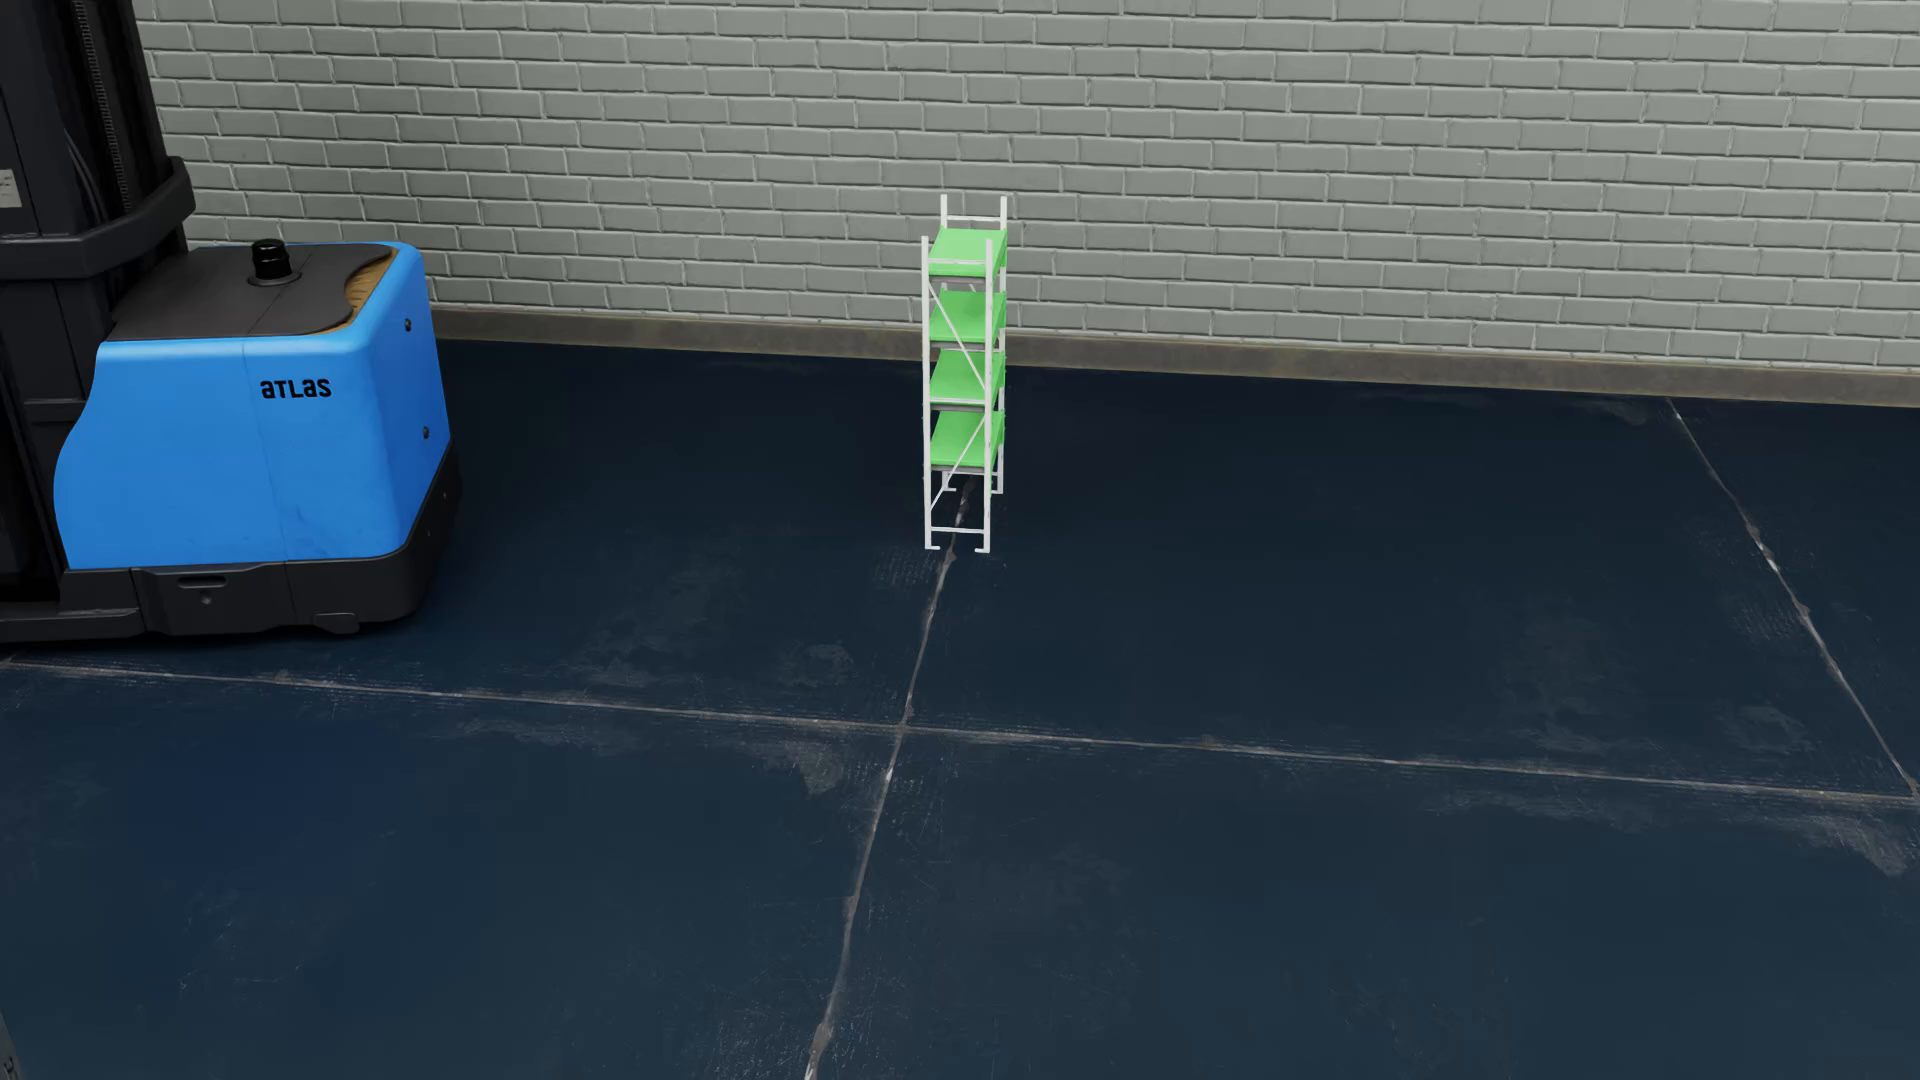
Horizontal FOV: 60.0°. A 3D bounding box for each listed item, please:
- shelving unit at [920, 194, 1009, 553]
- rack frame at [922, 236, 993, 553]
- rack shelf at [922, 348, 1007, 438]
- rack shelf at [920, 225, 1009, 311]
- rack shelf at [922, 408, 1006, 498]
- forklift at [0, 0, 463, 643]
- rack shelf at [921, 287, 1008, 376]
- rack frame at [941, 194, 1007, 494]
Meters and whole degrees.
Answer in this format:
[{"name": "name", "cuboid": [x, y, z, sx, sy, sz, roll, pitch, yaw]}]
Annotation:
[{"name": "shelving unit", "cuboid": [0.020, -0.606, 6.110, 0.258, 1.200, 0.503, 3, 28, 6]}, {"name": "rack frame", "cuboid": [-0.010, -0.491, 5.897, 0.240, 1.200, 0.015, 3, 28, 6]}, {"name": "rack shelf", "cuboid": [0.020, -0.550, 6.140, 0.258, 0.148, 0.480, 3, 28, 6]}, {"name": "rack shelf", "cuboid": [0.020, -0.972, 5.913, 0.258, 0.148, 0.480, 3, 28, 6]}, {"name": "rack shelf", "cuboid": [0.020, -0.339, 6.254, 0.258, 0.148, 0.480, 3, 28, 6]}, {"name": "forklift", "cuboid": [-3.393, -1.143, 5.282, 3.031, 2.935, 1.130, -2, 28, -4]}, {"name": "rack shelf", "cuboid": [0.020, -0.761, 6.027, 0.258, 0.148, 0.480, 3, 28, 6]}, {"name": "rack frame", "cuboid": [0.050, -0.721, 6.323, 0.240, 1.200, 0.015, 3, 28, 6]}]
